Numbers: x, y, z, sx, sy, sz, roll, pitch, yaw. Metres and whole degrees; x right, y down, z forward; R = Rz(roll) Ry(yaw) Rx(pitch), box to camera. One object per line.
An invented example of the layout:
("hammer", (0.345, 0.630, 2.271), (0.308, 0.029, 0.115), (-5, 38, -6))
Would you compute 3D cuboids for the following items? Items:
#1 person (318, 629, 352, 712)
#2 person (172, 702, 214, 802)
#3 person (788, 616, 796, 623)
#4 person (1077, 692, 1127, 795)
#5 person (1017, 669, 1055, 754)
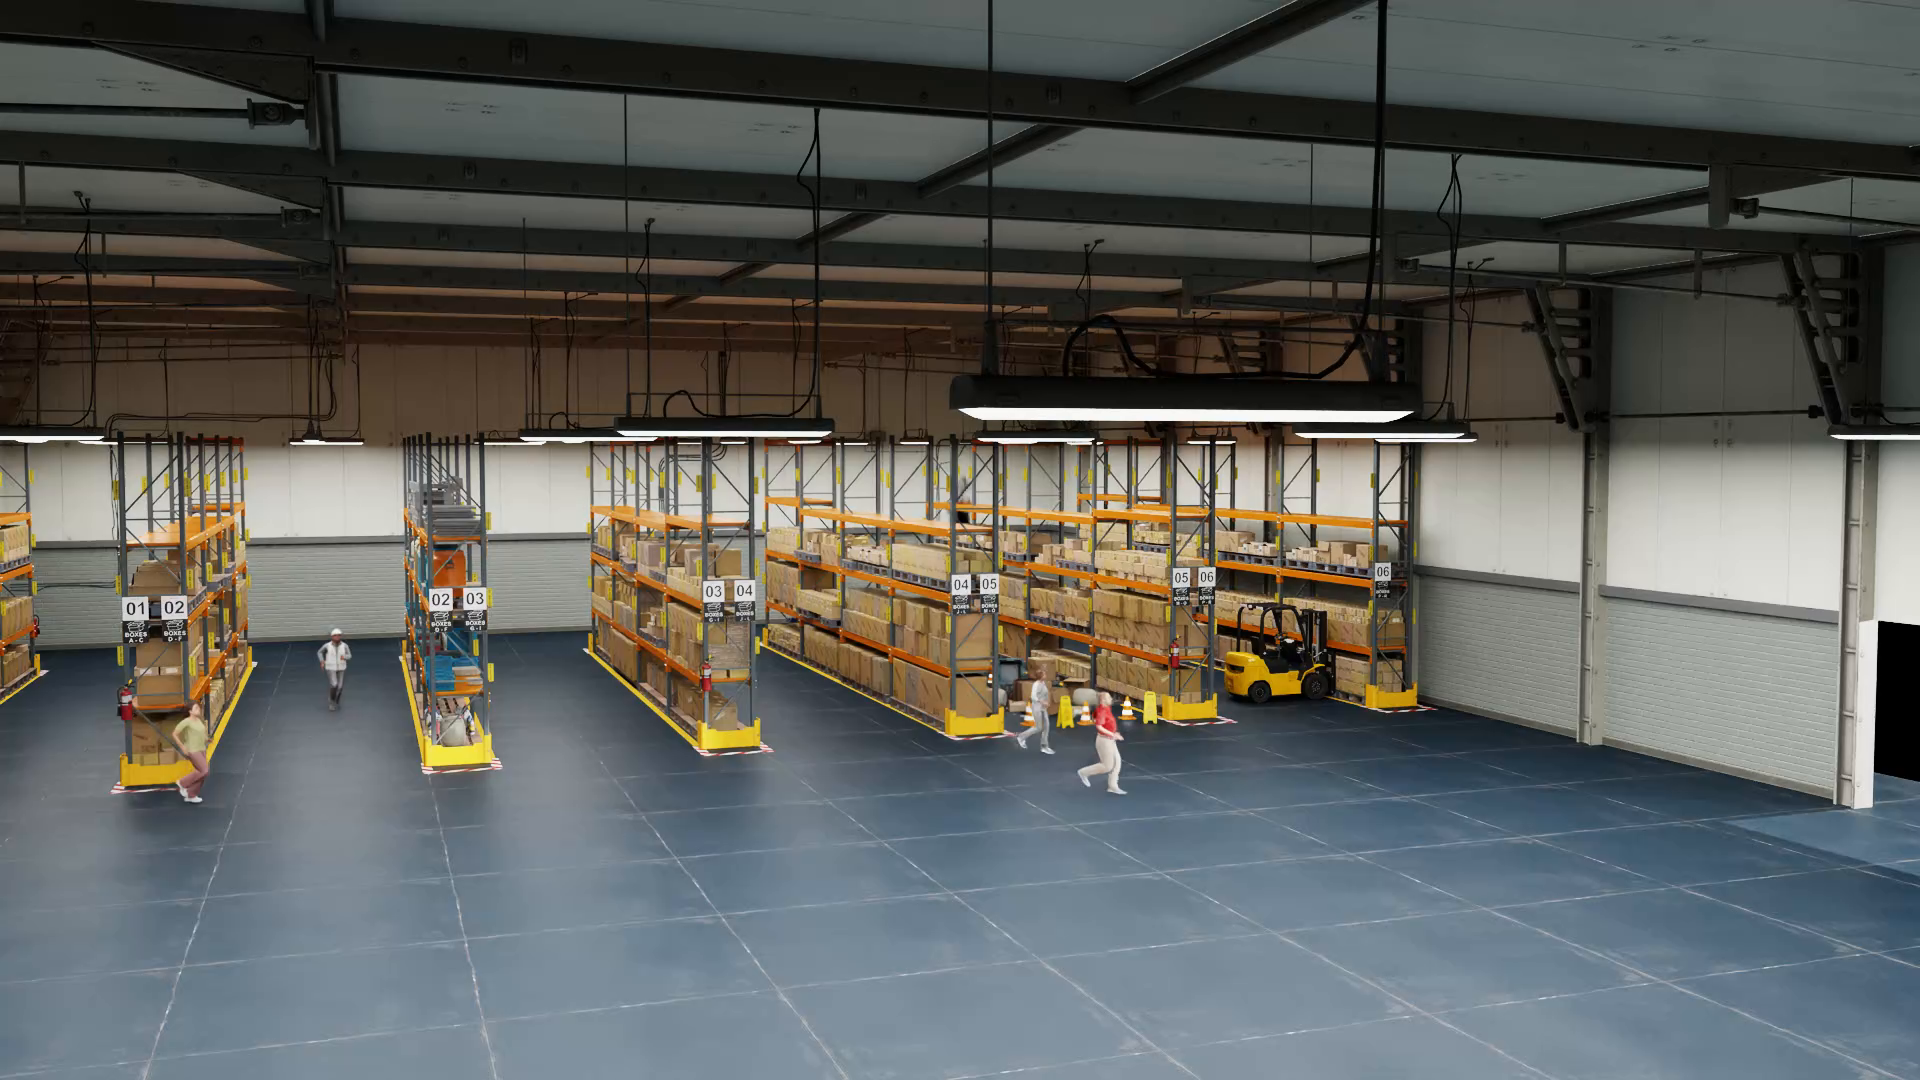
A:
("person", (-13.583, 2.832, 36.207), (0.638, 1.790, 0.686), (-2, 4, -36))
("person", (-12.340, 3.422, 26.851), (0.543, 1.629, 0.582), (0, 3, 9))
("person", (-4.885, 2.201, 49.987), (0.518, 1.522, 0.591), (-1, 3, -20))
("person", (2.359, 3.362, 27.508), (0.816, 1.717, 0.663), (0, 3, 8))
("person", (1.448, 3.215, 31.210), (0.732, 1.577, 0.565), (1, 3, 24))
